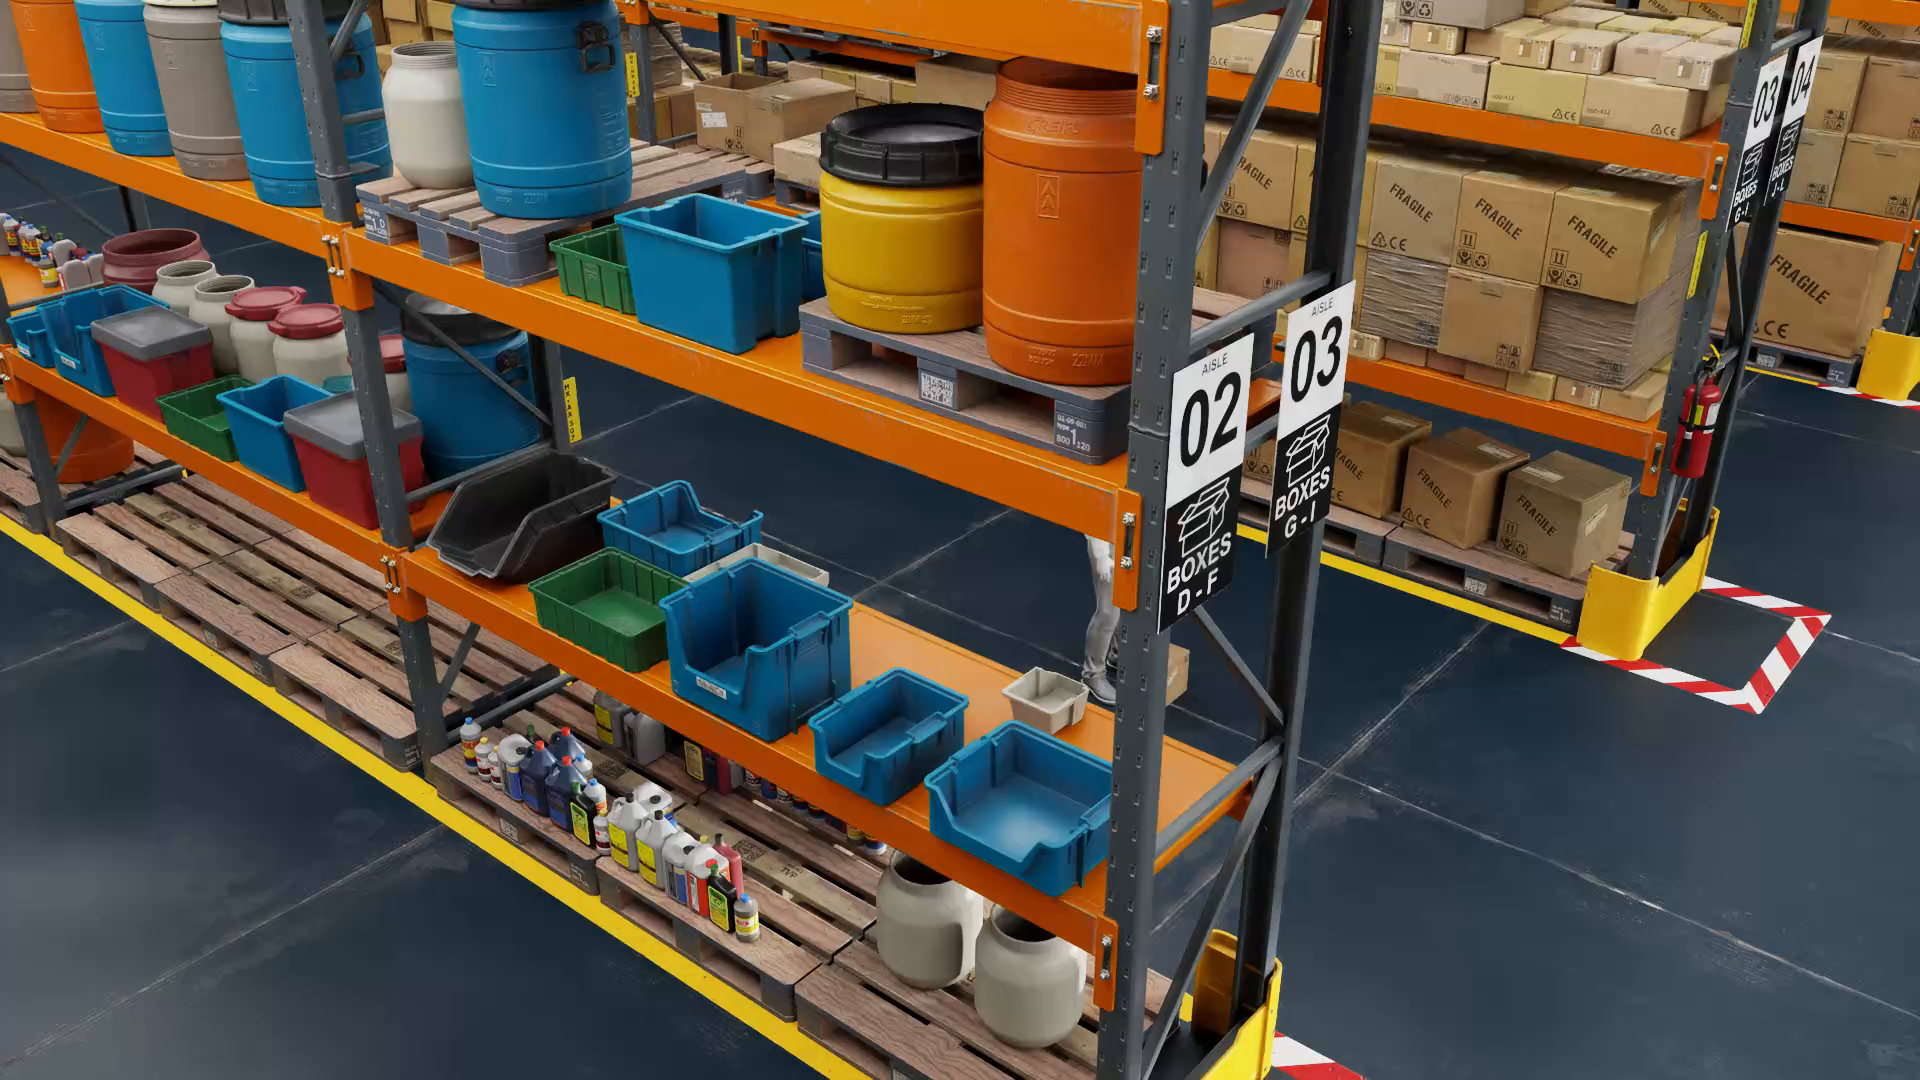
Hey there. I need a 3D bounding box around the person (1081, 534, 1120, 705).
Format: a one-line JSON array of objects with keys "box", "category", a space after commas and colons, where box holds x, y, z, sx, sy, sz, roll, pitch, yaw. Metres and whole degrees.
[{"box": [0.843, 0.009, 8.598, 0.371, 1.664, 0.530, 21, 34, 35], "category": "person"}]
